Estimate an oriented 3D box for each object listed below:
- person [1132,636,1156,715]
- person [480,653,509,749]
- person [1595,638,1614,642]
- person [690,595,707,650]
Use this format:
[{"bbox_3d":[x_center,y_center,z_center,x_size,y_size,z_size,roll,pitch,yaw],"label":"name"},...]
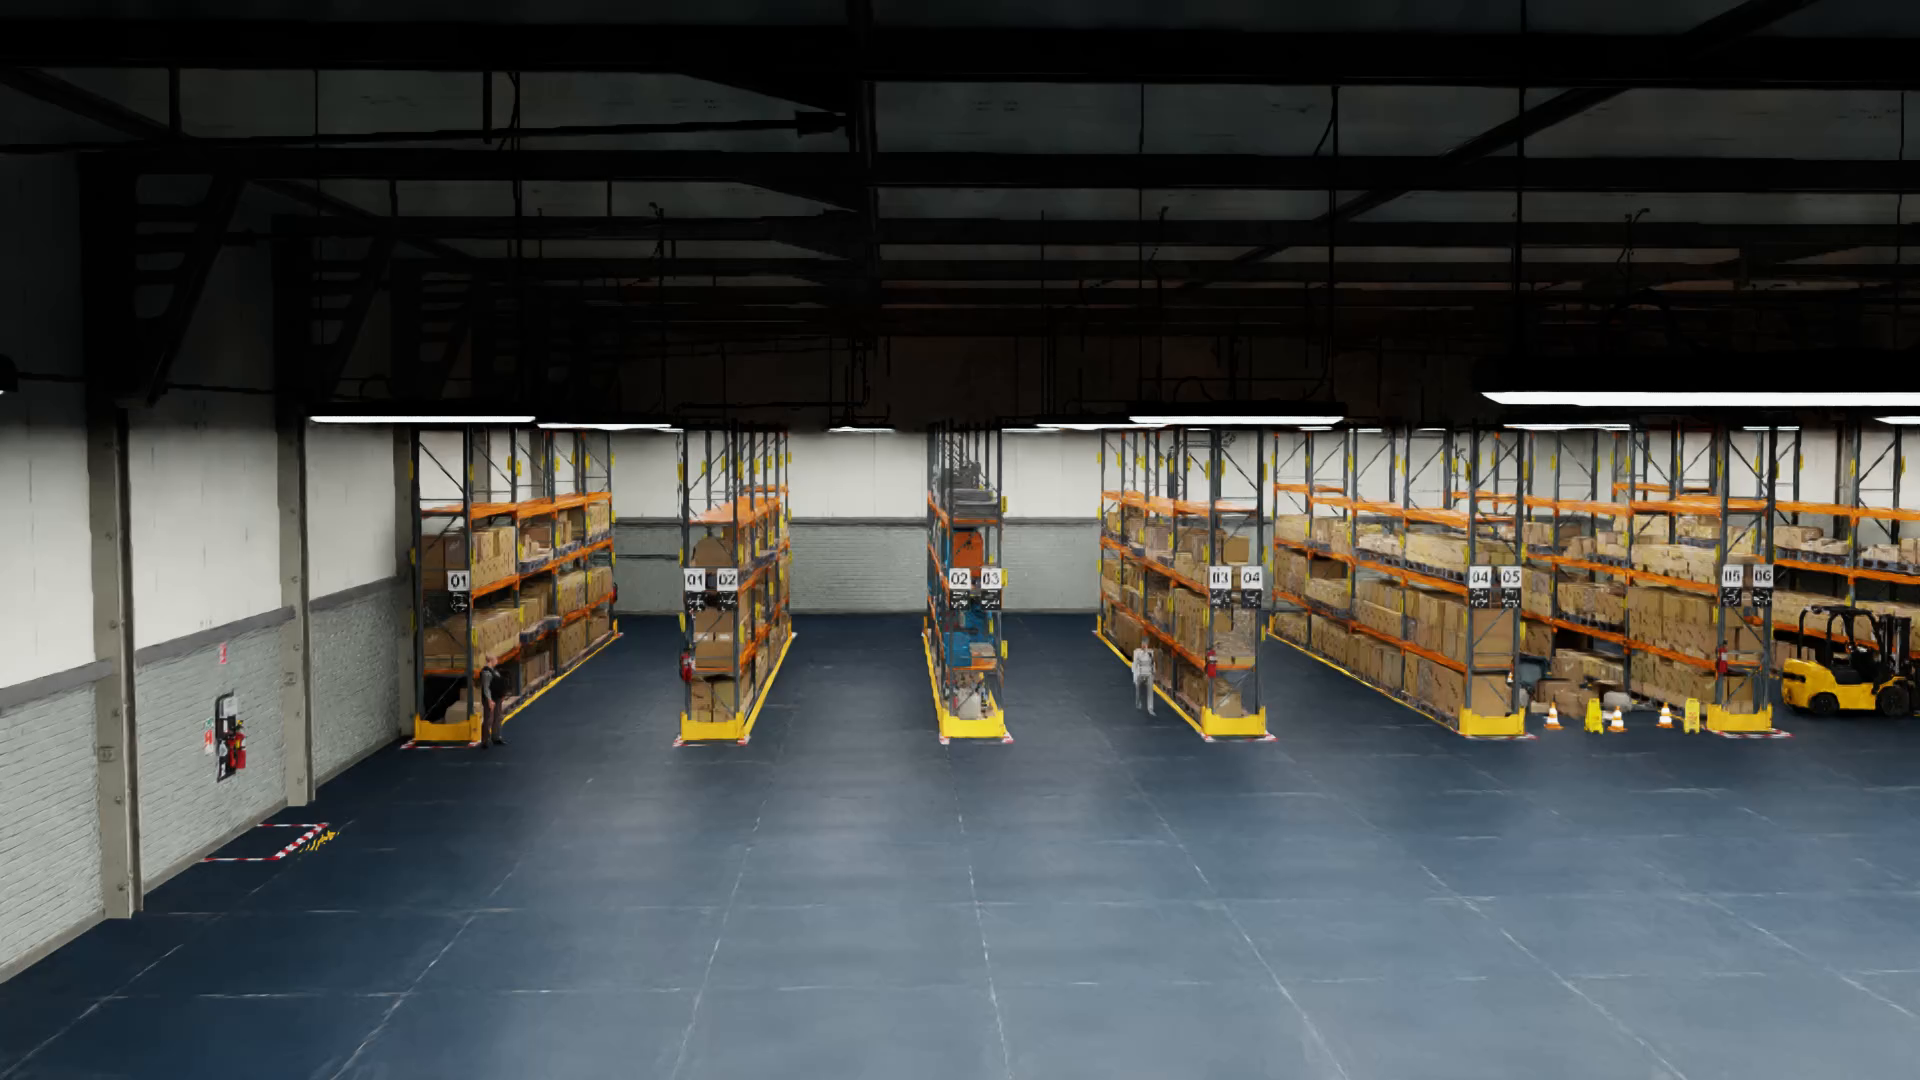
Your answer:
[{"bbox_3d":[3.753,2.735,33.947,0.495,1.589,1.086,0,4,0],"label":"person"},{"bbox_3d":[-8.506,2.905,30.268,0.384,1.729,0.687,1,4,8],"label":"person"},{"bbox_3d":[17.781,1.962,45.715,0.480,1.653,0.642,1,4,9],"label":"person"},{"bbox_3d":[-6.773,2.058,43.794,0.677,1.742,0.552,0,4,-4],"label":"person"}]
